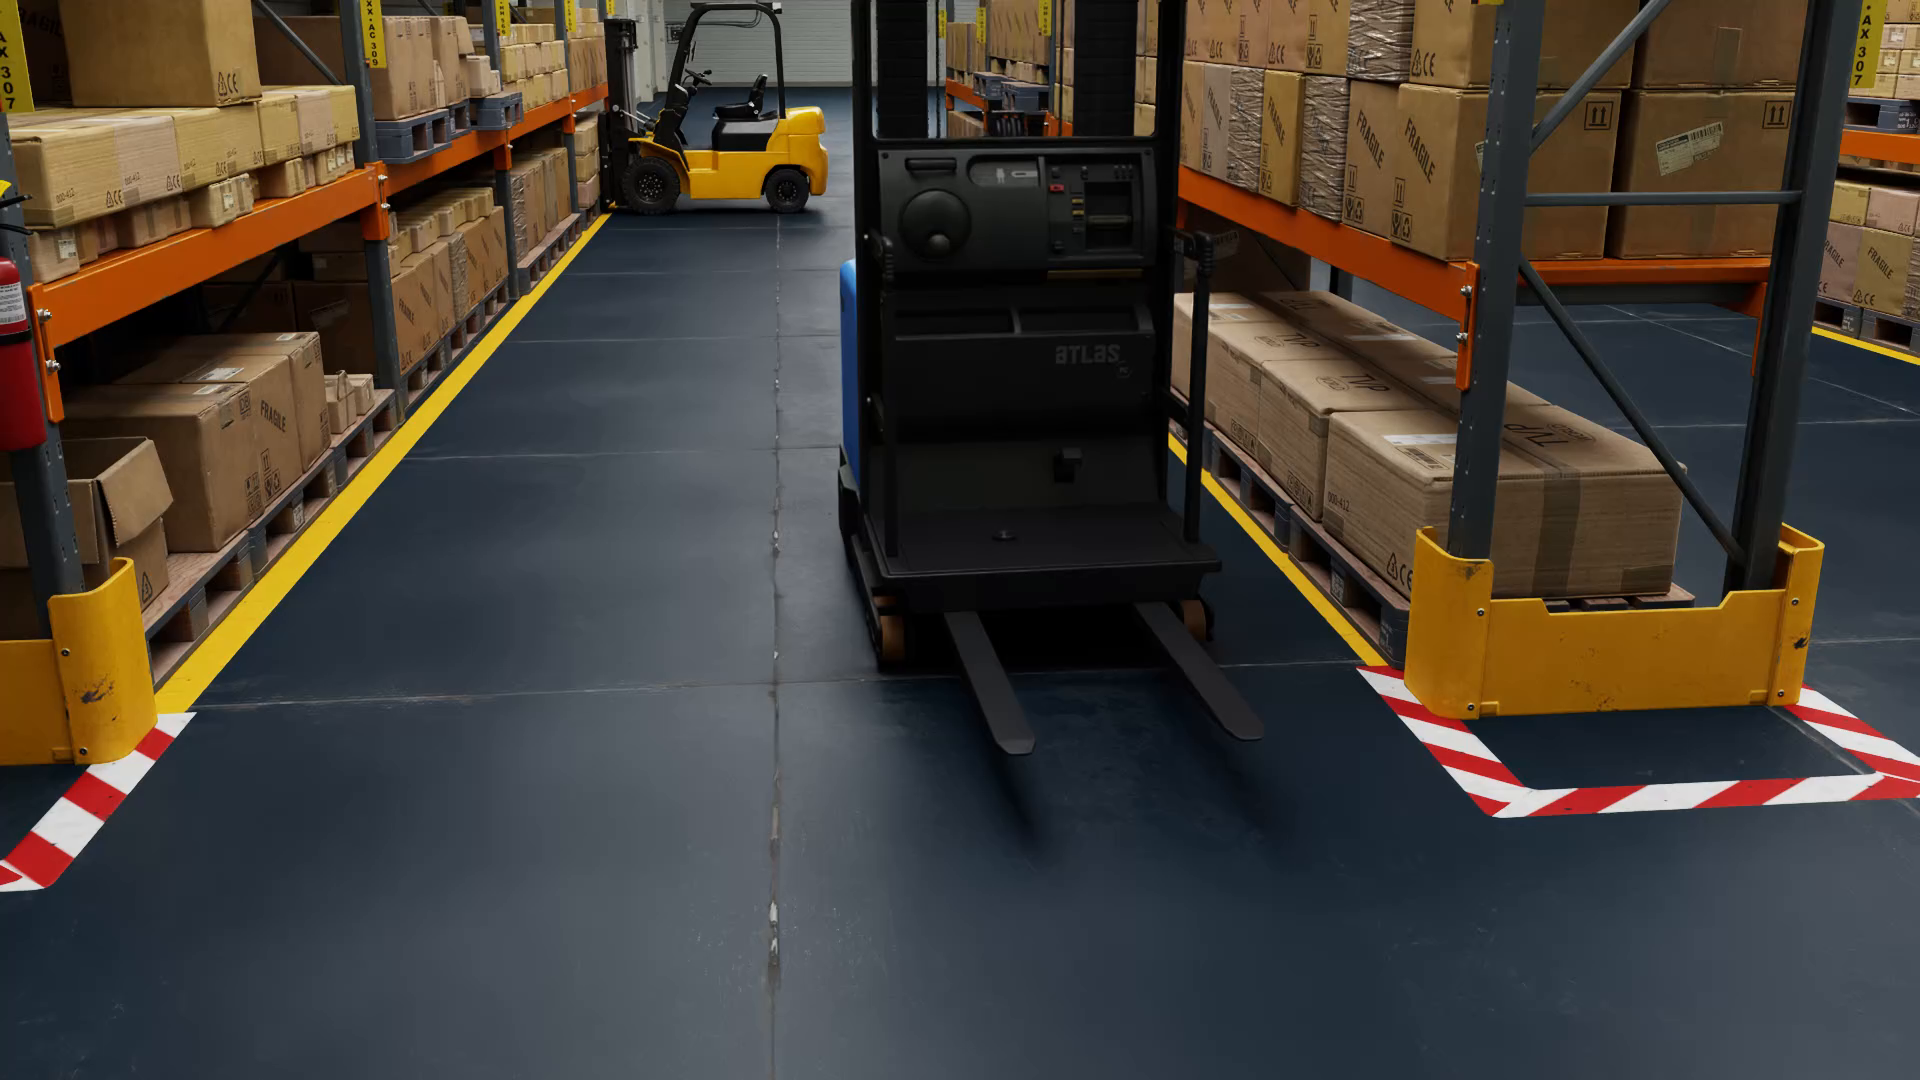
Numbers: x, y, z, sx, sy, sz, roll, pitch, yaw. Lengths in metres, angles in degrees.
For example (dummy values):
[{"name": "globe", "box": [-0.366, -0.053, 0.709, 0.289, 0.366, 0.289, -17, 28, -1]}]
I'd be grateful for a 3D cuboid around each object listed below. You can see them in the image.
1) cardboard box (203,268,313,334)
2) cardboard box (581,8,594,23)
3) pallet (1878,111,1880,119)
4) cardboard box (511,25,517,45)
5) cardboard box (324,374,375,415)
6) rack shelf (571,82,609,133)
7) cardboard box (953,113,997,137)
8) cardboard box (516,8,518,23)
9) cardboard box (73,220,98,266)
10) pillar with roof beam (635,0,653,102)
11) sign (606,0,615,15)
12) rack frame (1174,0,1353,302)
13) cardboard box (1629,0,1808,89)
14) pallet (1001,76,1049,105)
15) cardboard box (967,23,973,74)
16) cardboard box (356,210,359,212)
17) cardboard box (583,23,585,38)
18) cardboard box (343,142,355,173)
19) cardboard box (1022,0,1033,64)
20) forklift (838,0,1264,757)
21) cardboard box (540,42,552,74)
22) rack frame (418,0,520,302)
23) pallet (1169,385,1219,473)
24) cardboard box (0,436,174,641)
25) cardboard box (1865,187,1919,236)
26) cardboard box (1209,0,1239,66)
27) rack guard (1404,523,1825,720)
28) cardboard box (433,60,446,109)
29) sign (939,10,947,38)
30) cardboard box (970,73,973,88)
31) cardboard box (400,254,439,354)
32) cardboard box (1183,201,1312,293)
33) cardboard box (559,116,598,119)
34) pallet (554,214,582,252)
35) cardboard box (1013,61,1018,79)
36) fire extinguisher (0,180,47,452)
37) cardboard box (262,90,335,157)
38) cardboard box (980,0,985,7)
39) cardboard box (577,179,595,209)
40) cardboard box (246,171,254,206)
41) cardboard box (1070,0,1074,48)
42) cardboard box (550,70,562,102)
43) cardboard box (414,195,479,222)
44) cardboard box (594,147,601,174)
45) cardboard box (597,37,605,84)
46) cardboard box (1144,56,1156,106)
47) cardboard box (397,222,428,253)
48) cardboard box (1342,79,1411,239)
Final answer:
[{"name": "cardboard box", "box": [-3.707, -1.151, 8.806, 0.500, 0.500, 0.500, -2, 18, -6]}, {"name": "cardboard box", "box": [-4.122, -5.603, 17.769, 0.380, 0.149, 0.250, -1, 17, -5]}, {"name": "pallet", "box": [6.255, -3.234, 12.292, 1.213, 0.211, 1.003, -2, 18, -6]}, {"name": "cardboard box", "box": [-3.635, -3.891, 12.814, 0.380, 0.149, 0.250, -2, 17, -5]}, {"name": "cardboard box", "box": [-3.013, -0.689, 7.922, 0.380, 0.149, 0.250, -2, 18, -7]}, {"name": "rack shelf", "box": [-4.394, -4.642, 17.656, 1.077, 0.370, 4.000, -2, 18, -6]}, {"name": "cardboard box", "box": [0.206, -4.570, 18.863, 0.500, 0.500, 0.500, -2, 18, -8]}, {"name": "cardboard box", "box": [-4.641, -5.279, 16.738, 0.380, 0.149, 0.250, -2, 18, -7]}, {"name": "cardboard box", "box": [-2.783, -0.875, 4.875, 0.380, 0.149, 0.250, -1, 17, -4]}, {"name": "pillar with roof beam", "box": [-3.618, -15.491, 40.997, 9.100, 9.000, 0.400, -2, 18, -6]}, {"name": "sign", "box": [-4.059, -6.259, 19.277, 0.100, 0.325, 0.005, -2, 18, -6]}, {"name": "rack frame", "box": [1.575, -2.160, 8.550, 1.000, 3.000, 0.127, -2, 18, -6]}, {"name": "cardboard box", "box": [2.221, -1.645, 5.073, 0.500, 0.500, 0.500, -2, 18, -7]}, {"name": "pallet", "box": [0.917, -3.849, 14.249, 1.003, 0.211, 1.213, -2, 18, -6]}, {"name": "cardboard box", "box": [0.338, -5.166, 17.459, 0.500, 0.500, 0.500, -1, 17, -4]}, {"name": "cardboard box", "box": [-3.845, -1.966, 10.321, 0.380, 0.149, 0.250, -2, 18, -5]}, {"name": "cardboard box", "box": [-4.062, -5.232, 17.084, 0.380, 0.149, 0.250, -2, 18, -7]}, {"name": "cardboard box", "box": [-3.078, -1.799, 7.818, 0.380, 0.149, 0.250, -2, 17, -5]}, {"name": "cardboard box", "box": [0.774, -4.022, 13.117, 0.500, 0.500, 0.500, -2, 18, -7]}, {"name": "forklift", "box": [0.229, -1.107, 5.309, 1.130, 2.935, 3.031, -3, 18, -8]}, {"name": "cardboard box", "box": [-3.775, -4.112, 14.183, 0.500, 0.250, 0.500, -1, 17, -5]}, {"name": "rack frame", "box": [-3.775, -3.197, 11.854, 1.000, 3.000, 0.127, -2, 18, -6]}, {"name": "pallet", "box": [1.575, -0.601, 8.238, 1.003, 0.211, 1.213, -2, 18, -6]}, {"name": "cardboard box", "box": [-2.919, -0.008, 5.163, 0.797, 0.503, 0.637, -2, 18, -8]}, {"name": "cardboard box", "box": [6.120, -2.076, 10.503, 0.500, 0.250, 0.500, -1, 17, -3]}, {"name": "cardboard box", "box": [1.429, -2.385, 7.429, 0.500, 0.500, 0.500, -2, 18, -6]}, {"name": "rack guard", "box": [1.990, 0.231, 5.105, 1.175, 0.500, 0.348, -2, 18, -6]}, {"name": "cardboard box", "box": [-3.124, -2.568, 9.371, 0.396, 0.266, 0.258, -1, 17, -3]}, {"name": "sign", "box": [-0.203, -6.132, 19.755, 0.100, 0.325, 0.005, -2, 18, -6]}, {"name": "cardboard box", "box": [0.305, -4.813, 17.418, 0.380, 0.149, 0.250, -2, 18, -6]}, {"name": "cardboard box", "box": [-3.253, -1.323, 9.355, 0.500, 0.500, 0.500, -2, 18, -6]}, {"name": "cardboard box", "box": [1.431, -1.529, 9.386, 0.875, 0.875, 0.875, -1, 17, -4]}, {"name": "cardboard box", "box": [-4.122, -4.517, 18.277, 0.500, 0.250, 0.500, -2, 17, -5]}, {"name": "pallet", "box": [-4.073, -2.840, 15.372, 1.003, 0.211, 1.213, -2, 18, -6]}, {"name": "cardboard box", "box": [0.656, -3.982, 14.071, 0.380, 0.149, 0.250, -2, 18, -7]}, {"name": "fire extinguisher", "box": [-2.475, -0.570, 4.235, 0.296, 0.674, 0.183, -2, 18, -6]}, {"name": "cardboard box", "box": [-3.001, -1.783, 7.102, 0.500, 0.250, 0.500, -2, 18, -5]}, {"name": "cardboard box", "box": [0.607, -6.257, 19.265, 0.700, 0.500, 0.500, -2, 18, -7]}, {"name": "cardboard box", "box": [-3.908, -3.432, 16.490, 0.500, 0.250, 0.500, -2, 18, -5]}, {"name": "cardboard box", "box": [-2.937, -1.338, 6.352, 0.380, 0.149, 0.250, -2, 18, -6]}, {"name": "cardboard box", "box": [1.030, -3.575, 11.219, 0.500, 0.500, 0.500, -2, 18, -5]}, {"name": "cardboard box", "box": [-3.818, -4.026, 14.743, 0.500, 0.250, 0.500, -2, 18, -6]}, {"name": "cardboard box", "box": [-3.430, -2.215, 11.114, 0.380, 0.149, 0.250, -2, 18, -7]}, {"name": "cardboard box", "box": [-4.025, -3.970, 17.369, 0.500, 0.250, 0.500, -2, 18, -6]}, {"name": "cardboard box", "box": [-4.244, -5.335, 18.496, 0.500, 0.500, 0.500, -1, 17, -4]}, {"name": "cardboard box", "box": [1.287, -2.451, 8.892, 0.500, 0.250, 0.500, -2, 18, -6]}, {"name": "cardboard box", "box": [-3.308, -1.751, 9.636, 0.380, 0.149, 0.250, -2, 18, -6]}, {"name": "cardboard box", "box": [1.637, -1.302, 5.648, 0.500, 0.500, 0.500, -2, 18, -7]}]
